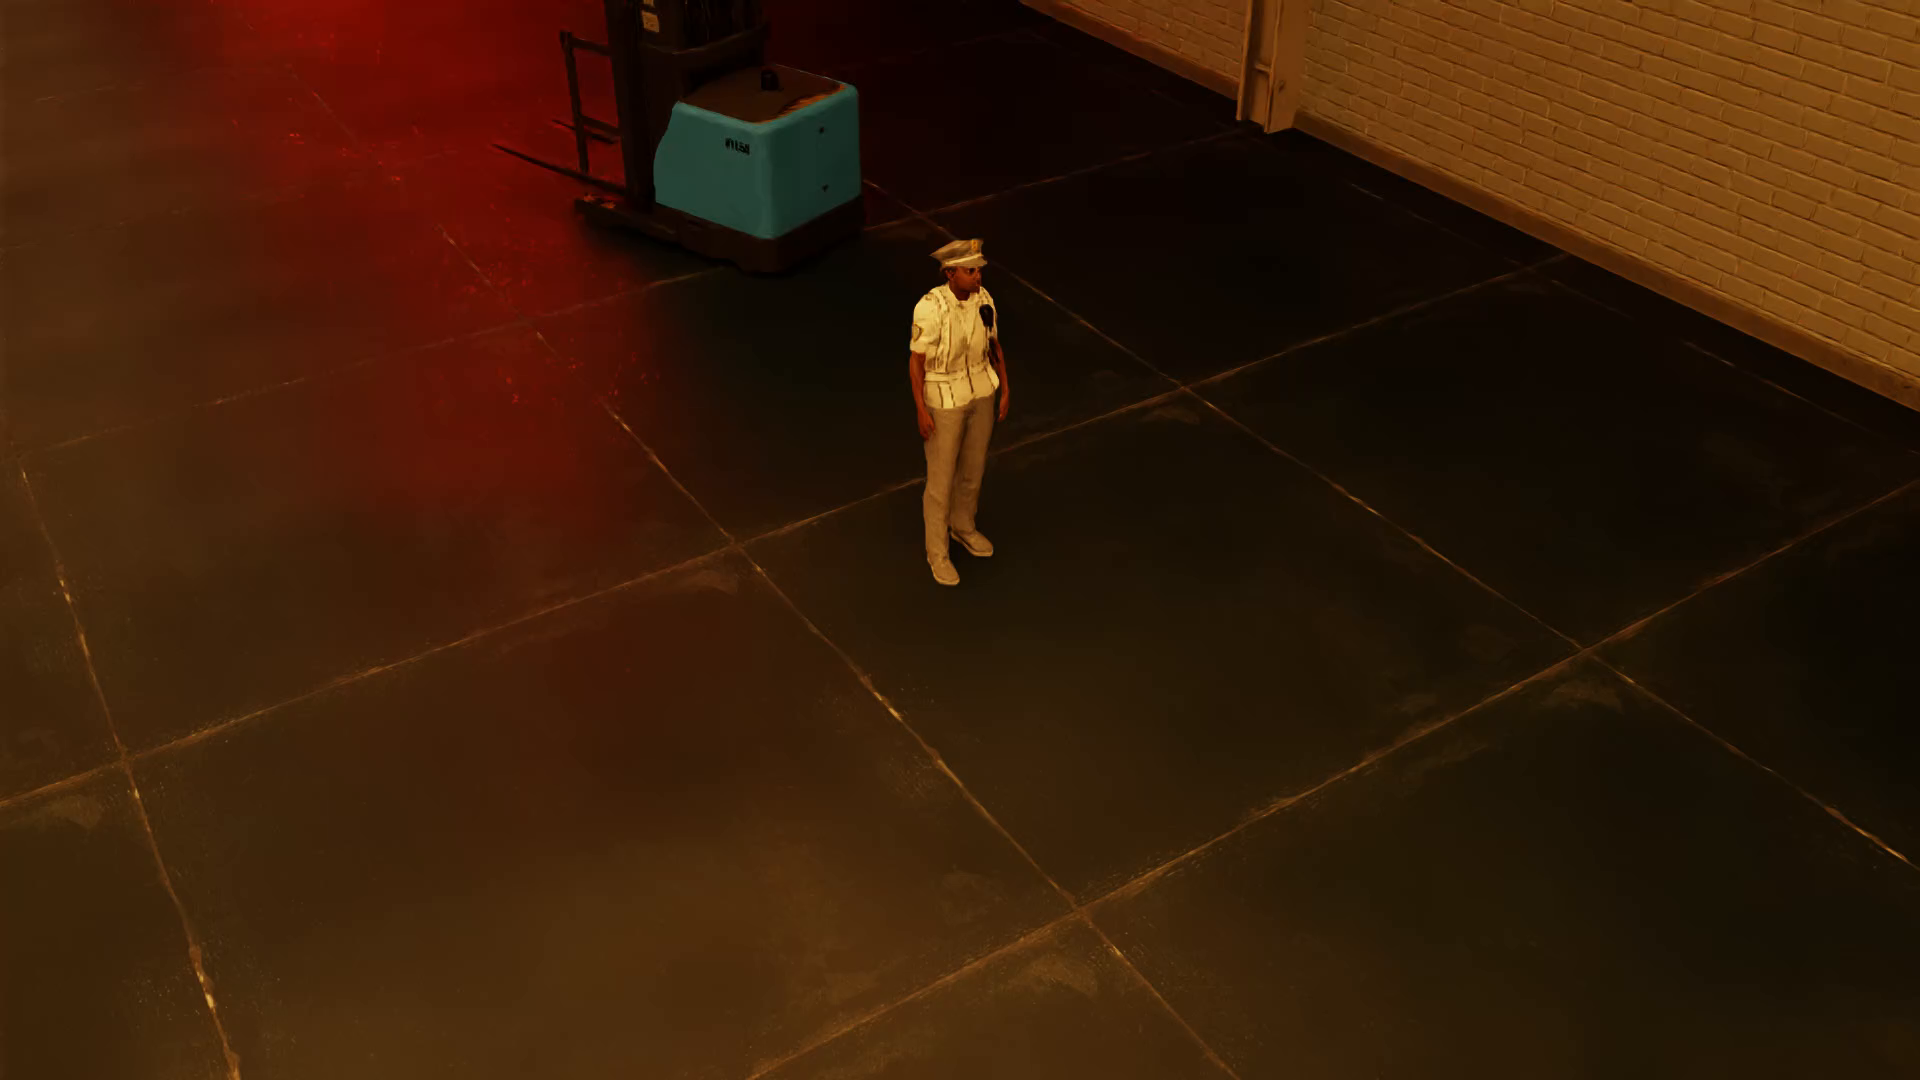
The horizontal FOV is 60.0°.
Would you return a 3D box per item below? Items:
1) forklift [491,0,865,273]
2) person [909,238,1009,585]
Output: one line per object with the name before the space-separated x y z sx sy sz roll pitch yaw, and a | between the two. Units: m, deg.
forklift | -2.151 -3.666 11.365 3.031 2.935 1.130 23 41 29
person | 0.025 -0.658 8.145 0.570 1.695 0.529 -21 40 -27
